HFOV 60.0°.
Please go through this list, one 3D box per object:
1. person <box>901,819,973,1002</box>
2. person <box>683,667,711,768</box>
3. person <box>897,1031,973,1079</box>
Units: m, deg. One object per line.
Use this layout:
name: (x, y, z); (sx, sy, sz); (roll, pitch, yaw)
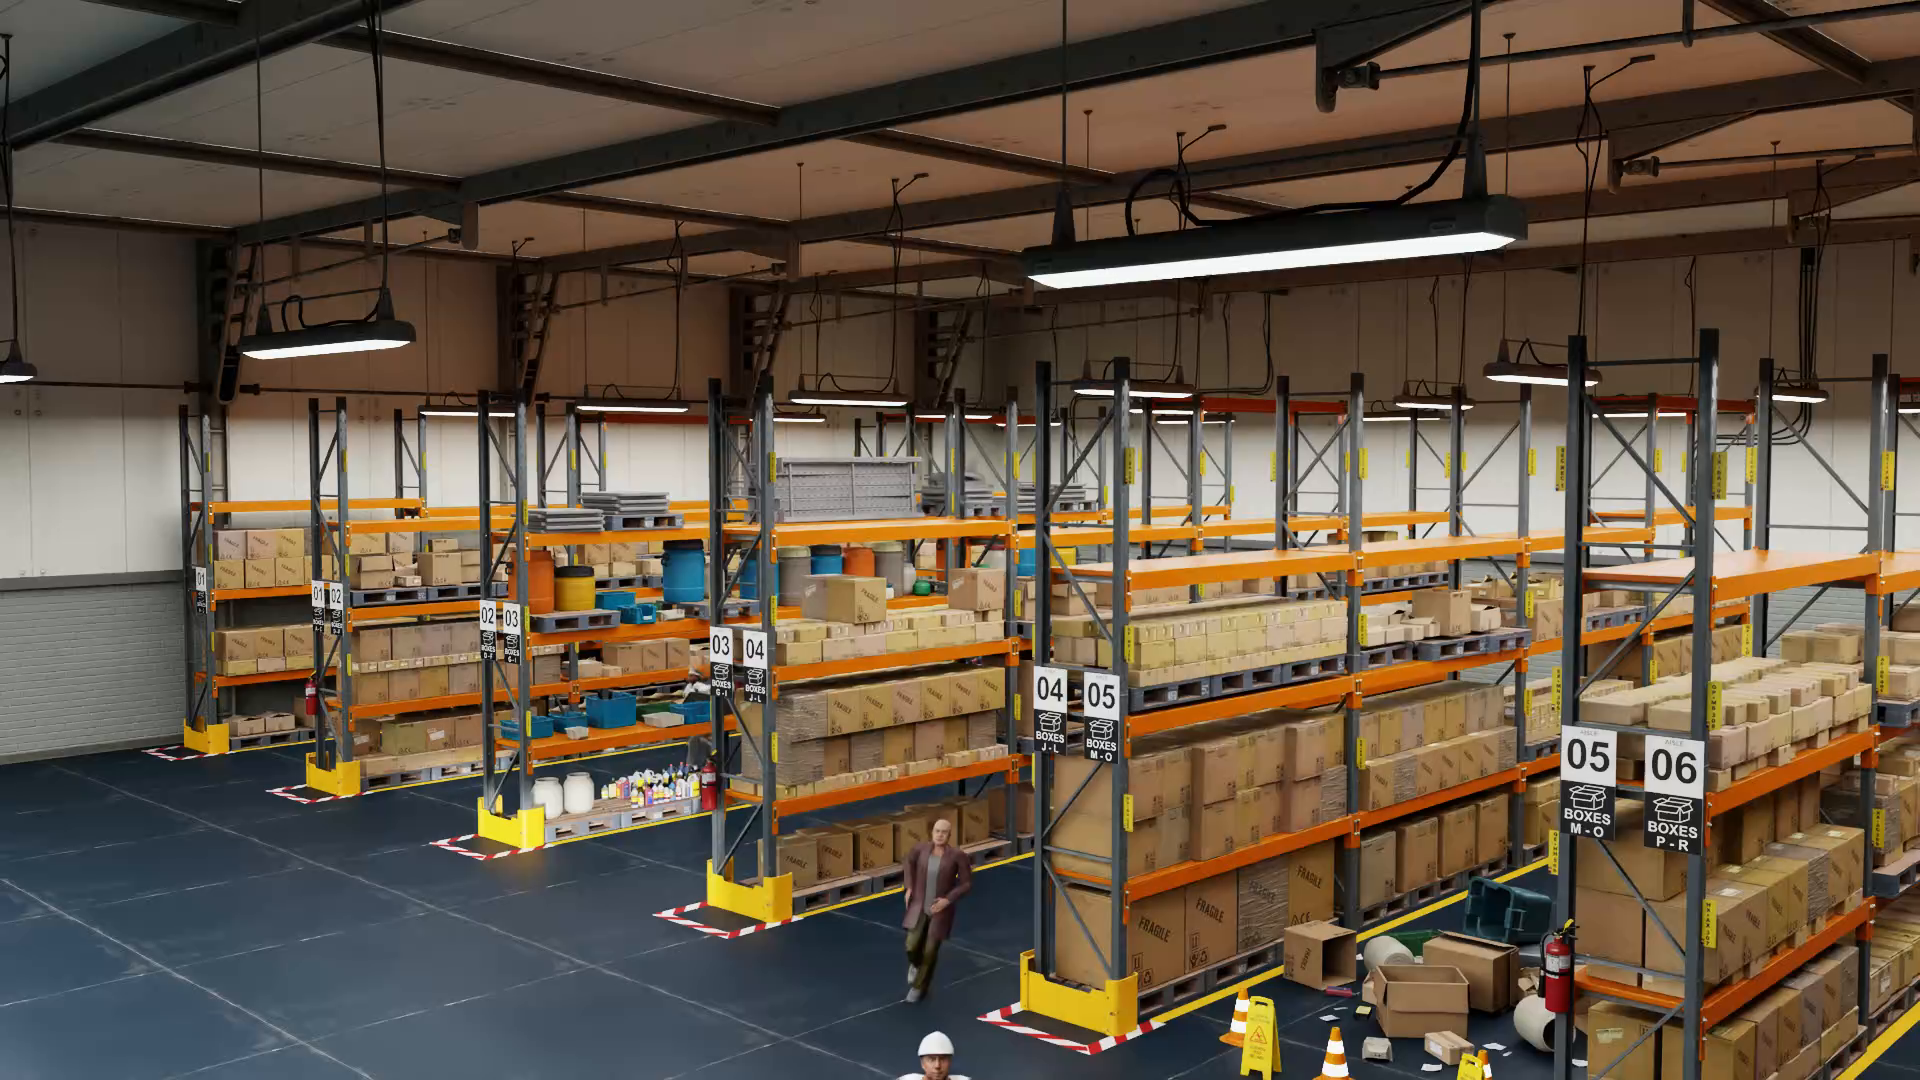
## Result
person: (-0.225, 3.491, 15.664); (0.715, 1.737, 0.599); (1, 3, 12)
person: (-4.239, 2.900, 27.050); (0.589, 1.710, 0.918); (2, 4, 38)
person: (-0.150, 3.770, 9.754); (0.679, 1.737, 0.595); (0, 3, -6)
